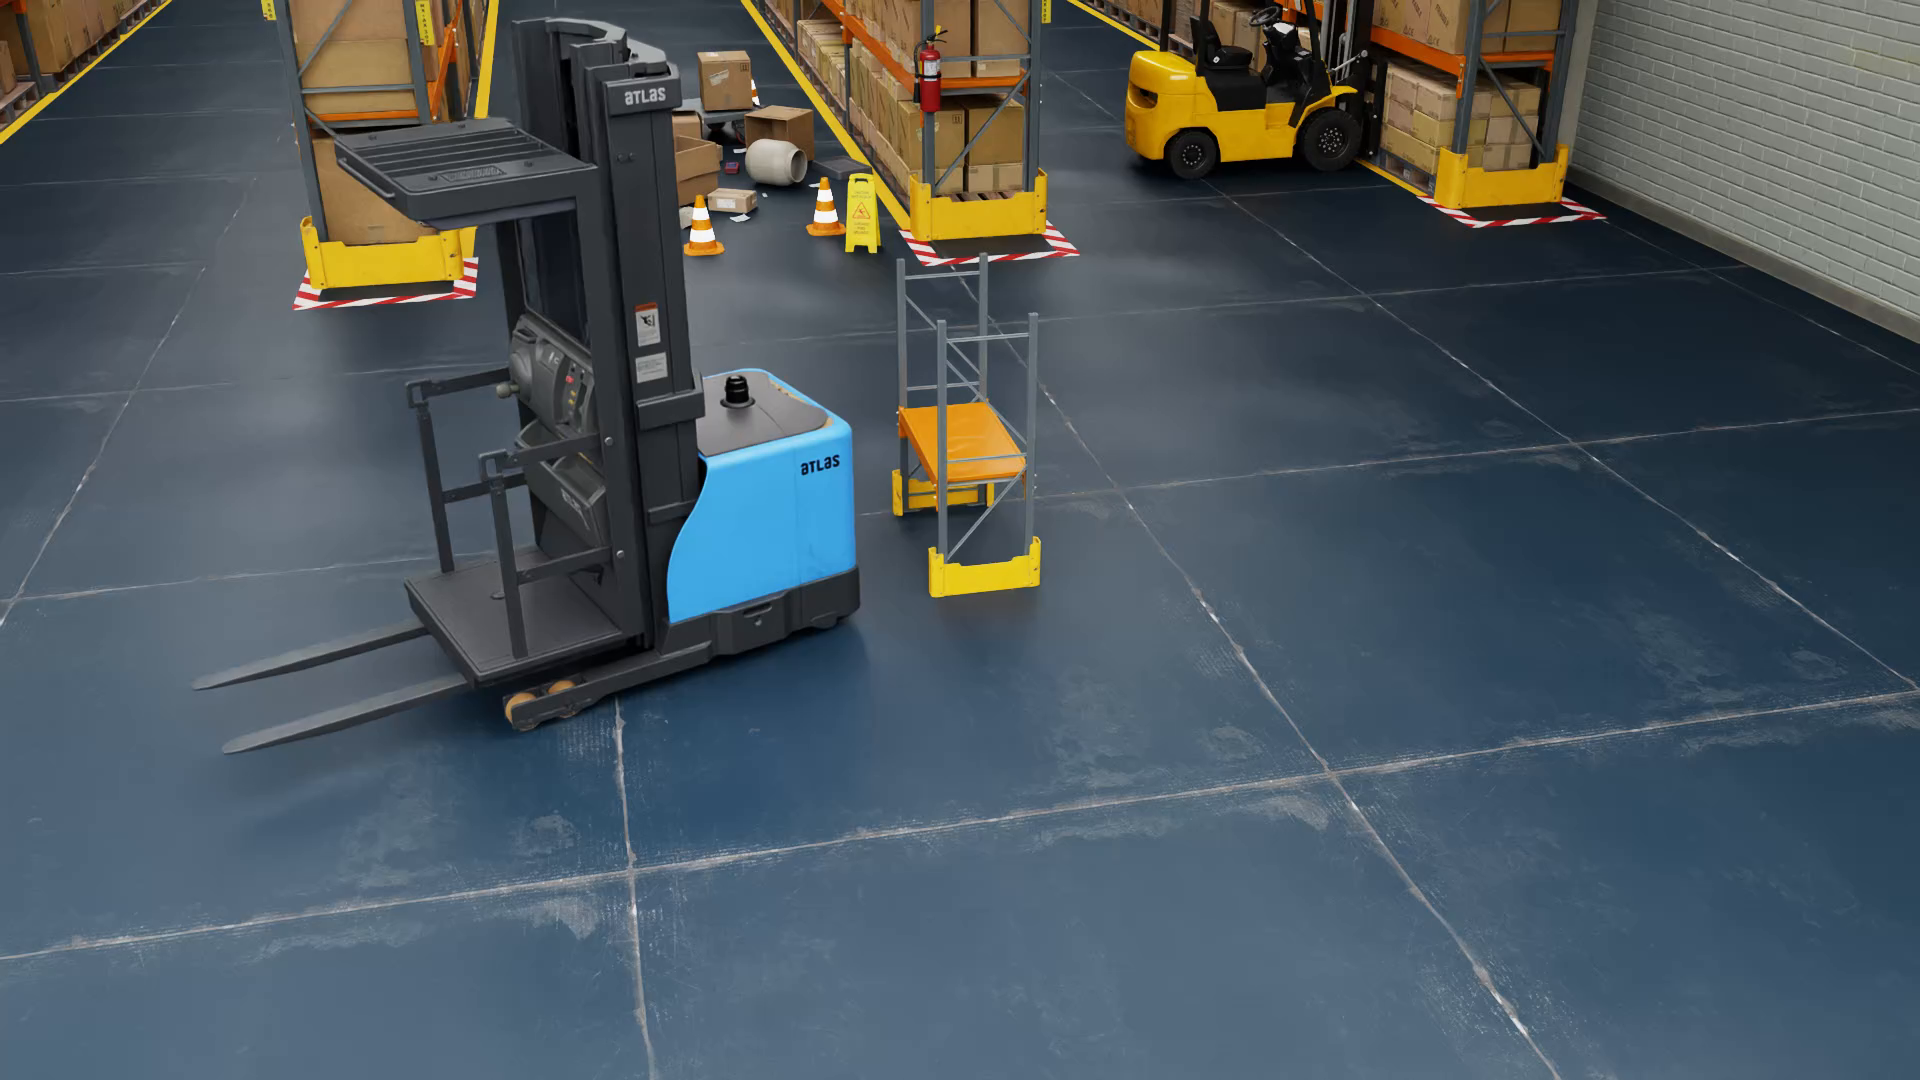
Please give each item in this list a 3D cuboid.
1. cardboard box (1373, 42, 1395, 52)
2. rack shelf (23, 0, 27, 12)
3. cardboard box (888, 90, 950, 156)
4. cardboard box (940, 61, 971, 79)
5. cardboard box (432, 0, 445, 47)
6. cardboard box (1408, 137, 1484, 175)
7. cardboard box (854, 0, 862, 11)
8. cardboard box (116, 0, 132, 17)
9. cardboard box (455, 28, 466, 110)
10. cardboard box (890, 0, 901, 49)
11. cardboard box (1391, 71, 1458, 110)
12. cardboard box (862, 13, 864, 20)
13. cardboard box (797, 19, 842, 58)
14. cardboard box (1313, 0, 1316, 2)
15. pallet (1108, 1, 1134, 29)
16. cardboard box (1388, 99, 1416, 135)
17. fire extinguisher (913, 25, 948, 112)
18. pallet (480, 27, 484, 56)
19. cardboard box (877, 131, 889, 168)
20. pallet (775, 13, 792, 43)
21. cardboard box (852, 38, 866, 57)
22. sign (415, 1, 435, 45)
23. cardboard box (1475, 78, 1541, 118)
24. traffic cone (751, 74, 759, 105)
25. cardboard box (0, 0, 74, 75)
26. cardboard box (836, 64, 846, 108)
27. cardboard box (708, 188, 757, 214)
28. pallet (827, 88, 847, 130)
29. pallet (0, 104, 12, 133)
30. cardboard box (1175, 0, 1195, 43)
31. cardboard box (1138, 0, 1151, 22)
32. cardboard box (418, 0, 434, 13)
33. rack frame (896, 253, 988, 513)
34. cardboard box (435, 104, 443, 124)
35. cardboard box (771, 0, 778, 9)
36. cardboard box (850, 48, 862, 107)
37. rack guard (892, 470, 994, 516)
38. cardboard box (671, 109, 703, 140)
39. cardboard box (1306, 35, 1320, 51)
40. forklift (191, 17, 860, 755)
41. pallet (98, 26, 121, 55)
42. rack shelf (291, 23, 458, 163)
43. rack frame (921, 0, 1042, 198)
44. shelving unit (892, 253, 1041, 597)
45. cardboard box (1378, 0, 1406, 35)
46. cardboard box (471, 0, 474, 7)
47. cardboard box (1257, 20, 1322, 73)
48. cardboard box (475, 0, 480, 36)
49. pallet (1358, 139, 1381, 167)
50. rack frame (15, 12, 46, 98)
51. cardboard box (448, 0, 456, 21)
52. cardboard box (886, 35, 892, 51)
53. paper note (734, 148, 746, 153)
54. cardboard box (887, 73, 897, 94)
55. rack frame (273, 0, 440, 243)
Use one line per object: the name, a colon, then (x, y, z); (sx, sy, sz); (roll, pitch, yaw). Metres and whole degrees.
cardboard box: (4.640, -5.041, 17.385); (0.500, 0.250, 0.500); (-6, 27, -11)
rack shelf: (-11.731, -7.076, 20.740); (1.077, 0.370, 4.000); (-6, 27, -12)
cardboard box: (-0.378, -3.863, 15.327); (0.500, 0.500, 0.500); (-5, 27, -10)
cardboard box: (-0.115, -4.044, 14.212); (0.380, 0.149, 0.250); (-5, 27, -10)
cardboard box: (-5.283, -4.890, 15.443); (0.875, 0.550, 0.550); (-6, 27, -12)
cardboard box: (4.599, -3.654, 15.745); (0.500, 0.250, 0.500); (-6, 27, -11)
cardboard box: (-0.761, -5.508, 16.392); (0.500, 0.500, 0.500); (-6, 27, -12)
cardboard box: (-12.253, -7.812, 23.291); (0.875, 0.875, 0.875); (-6, 27, -12)
cardboard box: (-5.965, -5.093, 18.043); (1.050, 0.750, 0.750); (-6, 27, -12)
cardboard box: (-0.322, -4.622, 14.637); (0.500, 0.500, 0.500); (-6, 27, -11)
cardboard box: (4.484, -4.320, 15.956); (0.500, 0.250, 0.500); (-5, 27, -11)
cardboard box: (-0.769, -5.268, 16.636); (0.380, 0.149, 0.250); (-6, 27, -12)
cardboard box: (-1.508, -6.291, 20.836); (0.950, 0.372, 0.625); (-8, 28, -15)
cardboard box: (3.957, -6.099, 17.893); (0.500, 0.500, 0.500); (-7, 28, -13)
pallet: (2.807, -7.653, 24.178); (1.003, 0.211, 1.213); (-6, 27, -12)
cardboard box: (4.496, -4.106, 16.087); (0.500, 0.250, 0.500); (-6, 27, -12)
fire extinguisher: (-0.246, -3.882, 13.699); (0.296, 0.674, 0.183); (-6, 27, -12)
pallet: (-6.872, -6.612, 22.115); (1.003, 0.211, 1.213); (-6, 27, -12)
cardboard box: (-0.499, -3.759, 15.954); (0.500, 0.250, 0.500); (-7, 28, -13)
pallet: (-2.001, -7.169, 23.220); (1.003, 0.211, 1.213); (-6, 27, -12)
cardboard box: (-0.884, -5.007, 16.874); (0.380, 0.149, 0.250); (-6, 27, -11)
sign: (-4.080, -3.942, 12.683); (0.100, 0.325, 0.005); (-6, 27, -12)
cardboard box: (5.089, -4.156, 15.631); (0.500, 0.250, 0.500); (-6, 27, -12)
traffic cone: (-2.367, -5.040, 18.721); (0.336, 0.463, 0.334); (-6, 27, -12)
cardboard box: (-11.416, -6.064, 19.826); (1.225, 0.875, 0.875); (-7, 28, -14)
cardboard box: (-0.845, -5.014, 18.306); (0.950, 0.372, 0.625); (-6, 27, -11)
cardboard box: (-2.086, -3.111, 15.249); (0.380, 0.149, 0.250); (8, 28, 15)
pallet: (-0.901, -4.867, 18.658); (1.003, 0.211, 1.213); (-6, 27, -12)
pallet: (-10.834, -4.397, 17.727); (1.003, 0.211, 1.213); (-6, 27, -12)
cardboard box: (3.337, -6.884, 21.729); (0.875, 0.625, 0.625); (-5, 27, -10)
cardboard box: (2.802, -7.488, 23.064); (0.500, 0.500, 0.500); (-6, 27, -12)
cardboard box: (-4.876, -4.674, 13.817); (0.875, 0.550, 0.550); (-6, 27, -12)
rack frame: (-0.095, -0.855, 9.280); (0.500, 1.500, 0.032); (-6, 27, -12)
cardboard box: (-5.244, -3.783, 15.309); (0.875, 0.875, 0.875); (-6, 27, -11)
cardboard box: (-2.309, -8.257, 24.172); (0.875, 0.875, 0.875); (-5, 27, -10)
cardboard box: (-0.854, -4.778, 17.141); (0.500, 0.500, 0.500); (-5, 27, -9)
rack guard: (-0.095, -0.297, 9.561); (0.587, 0.250, 0.087); (-6, 27, -12)
cardboard box: (-2.904, -3.884, 16.236); (0.797, 0.637, 0.503); (-6, 27, -12)
cardboard box: (4.020, -5.212, 17.723); (0.500, 0.250, 0.500); (-6, 27, -12)
forklift: (-2.015, -0.717, 7.417); (3.031, 2.935, 1.130); (-17, 31, -30)
pallet: (-11.935, -6.700, 22.289); (1.003, 0.211, 1.213); (-6, 27, -12)
rack shelf: (-5.073, -4.024, 14.691); (1.077, 0.370, 4.000); (-6, 27, -12)
rack frame: (0.177, -4.014, 13.874); (1.000, 3.000, 0.127); (-6, 27, -12)
shelving unit: (0.017, -0.636, 8.846); (0.587, 1.500, 1.083); (-6, 27, -12)
cardboard box: (4.422, -5.207, 16.127); (0.500, 0.500, 0.500); (-6, 27, -13)
cardboard box: (-6.459, -6.935, 21.137); (0.500, 0.250, 0.500); (-6, 27, -12)
cardboard box: (3.983, -5.631, 19.247); (0.875, 0.625, 0.625); (-5, 27, -9)
cardboard box: (-6.573, -6.832, 21.765); (0.500, 0.500, 0.500); (-7, 28, -13)
pallet: (4.528, -4.141, 17.219); (1.003, 0.211, 1.213); (-6, 27, -12)
rack frame: (-11.281, -6.520, 18.838); (1.000, 3.000, 0.127); (-6, 27, -12)
cardboard box: (-5.380, -5.526, 16.758); (0.500, 0.500, 0.500); (-6, 27, -11)
cardboard box: (-0.472, -4.599, 15.311); (0.380, 0.149, 0.250); (-6, 27, -12)
paper note: (-2.267, -4.039, 17.217); (0.148, 0.019, 0.142); (-6, 27, -12)
cardboard box: (-0.459, -4.188, 15.253); (0.380, 0.149, 0.250); (-5, 27, -11)
rack frame: (-4.622, -3.467, 12.790); (1.000, 3.000, 0.127); (-6, 27, -12)
